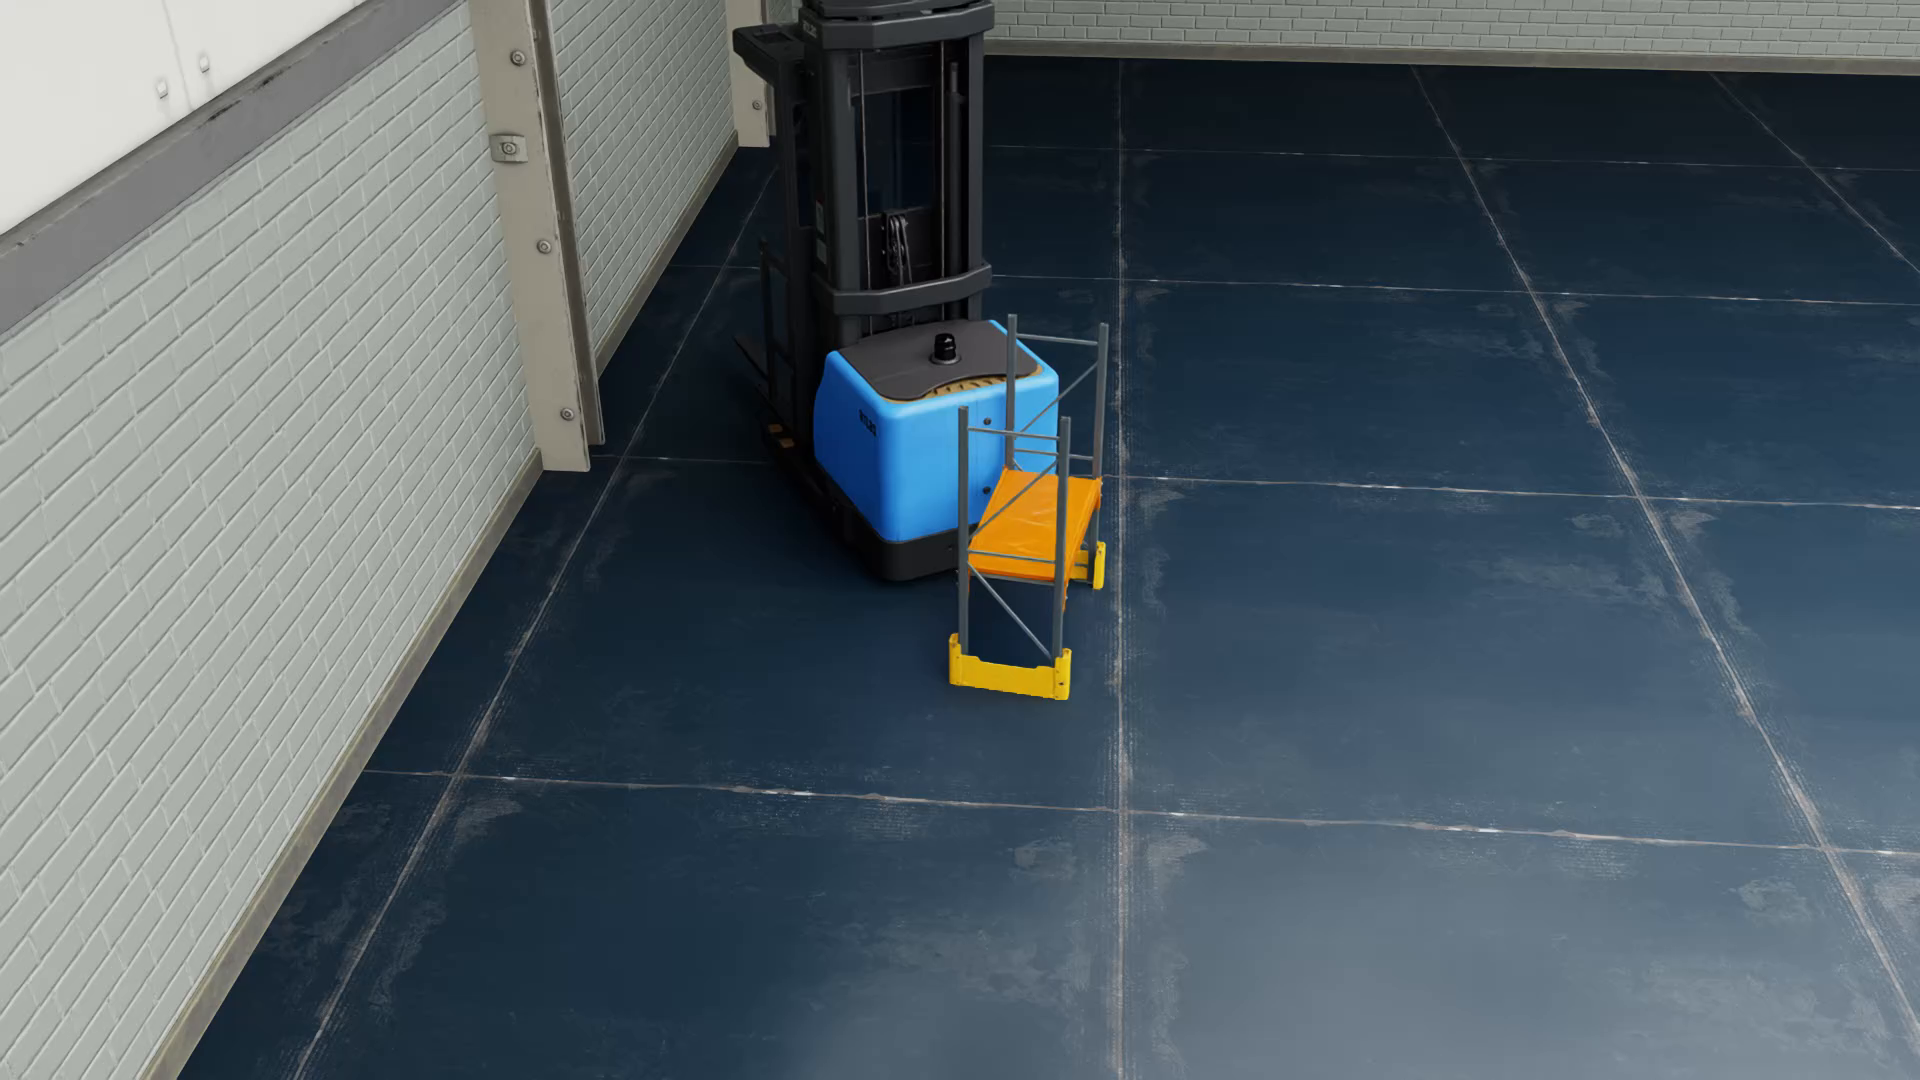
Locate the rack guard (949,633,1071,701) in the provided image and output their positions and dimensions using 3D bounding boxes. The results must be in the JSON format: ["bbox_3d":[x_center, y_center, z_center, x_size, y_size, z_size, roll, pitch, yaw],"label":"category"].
[{"bbox_3d":[0.238,0.612,8.019,0.587,0.250,0.087,7,32,12],"label":"rack guard"}]

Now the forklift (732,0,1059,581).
[{"bbox_3d":[-0.556,-1.785,9.353,1.130,2.935,3.031,-14,34,-21],"label":"forklift"}]

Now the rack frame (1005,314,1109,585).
[{"bbox_3d":[0.479,-0.438,8.531,0.500,1.500,0.032,7,32,12],"label":"rack frame"}]

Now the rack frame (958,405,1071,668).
[{"bbox_3d":[0.238,0.081,7.690,0.500,1.500,0.032,7,32,12],"label":"rack frame"}]

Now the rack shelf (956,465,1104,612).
[{"bbox_3d":[0.358,-0.025,8.204,0.538,0.185,1.000,7,32,12],"label":"rack shelf"}]

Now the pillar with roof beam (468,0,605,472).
[{"bbox_3d":[1.937,-4.165,7.430,9.100,9.000,0.400,2,32,4],"label":"pillar with roof beam"}]

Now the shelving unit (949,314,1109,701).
[{"bbox_3d":[0.356,-0.174,8.103,0.587,1.500,1.083,7,32,12],"label":"shelving unit"}]

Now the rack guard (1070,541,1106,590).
[{"bbox_3d":[0.474,0.104,8.842,0.587,0.250,0.087,7,32,12],"label":"rack guard"}]

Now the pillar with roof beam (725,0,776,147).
[{"bbox_3d":[2.426,-7.302,12.521,9.100,9.000,0.400,2,32,4],"label":"pillar with roof beam"}]
